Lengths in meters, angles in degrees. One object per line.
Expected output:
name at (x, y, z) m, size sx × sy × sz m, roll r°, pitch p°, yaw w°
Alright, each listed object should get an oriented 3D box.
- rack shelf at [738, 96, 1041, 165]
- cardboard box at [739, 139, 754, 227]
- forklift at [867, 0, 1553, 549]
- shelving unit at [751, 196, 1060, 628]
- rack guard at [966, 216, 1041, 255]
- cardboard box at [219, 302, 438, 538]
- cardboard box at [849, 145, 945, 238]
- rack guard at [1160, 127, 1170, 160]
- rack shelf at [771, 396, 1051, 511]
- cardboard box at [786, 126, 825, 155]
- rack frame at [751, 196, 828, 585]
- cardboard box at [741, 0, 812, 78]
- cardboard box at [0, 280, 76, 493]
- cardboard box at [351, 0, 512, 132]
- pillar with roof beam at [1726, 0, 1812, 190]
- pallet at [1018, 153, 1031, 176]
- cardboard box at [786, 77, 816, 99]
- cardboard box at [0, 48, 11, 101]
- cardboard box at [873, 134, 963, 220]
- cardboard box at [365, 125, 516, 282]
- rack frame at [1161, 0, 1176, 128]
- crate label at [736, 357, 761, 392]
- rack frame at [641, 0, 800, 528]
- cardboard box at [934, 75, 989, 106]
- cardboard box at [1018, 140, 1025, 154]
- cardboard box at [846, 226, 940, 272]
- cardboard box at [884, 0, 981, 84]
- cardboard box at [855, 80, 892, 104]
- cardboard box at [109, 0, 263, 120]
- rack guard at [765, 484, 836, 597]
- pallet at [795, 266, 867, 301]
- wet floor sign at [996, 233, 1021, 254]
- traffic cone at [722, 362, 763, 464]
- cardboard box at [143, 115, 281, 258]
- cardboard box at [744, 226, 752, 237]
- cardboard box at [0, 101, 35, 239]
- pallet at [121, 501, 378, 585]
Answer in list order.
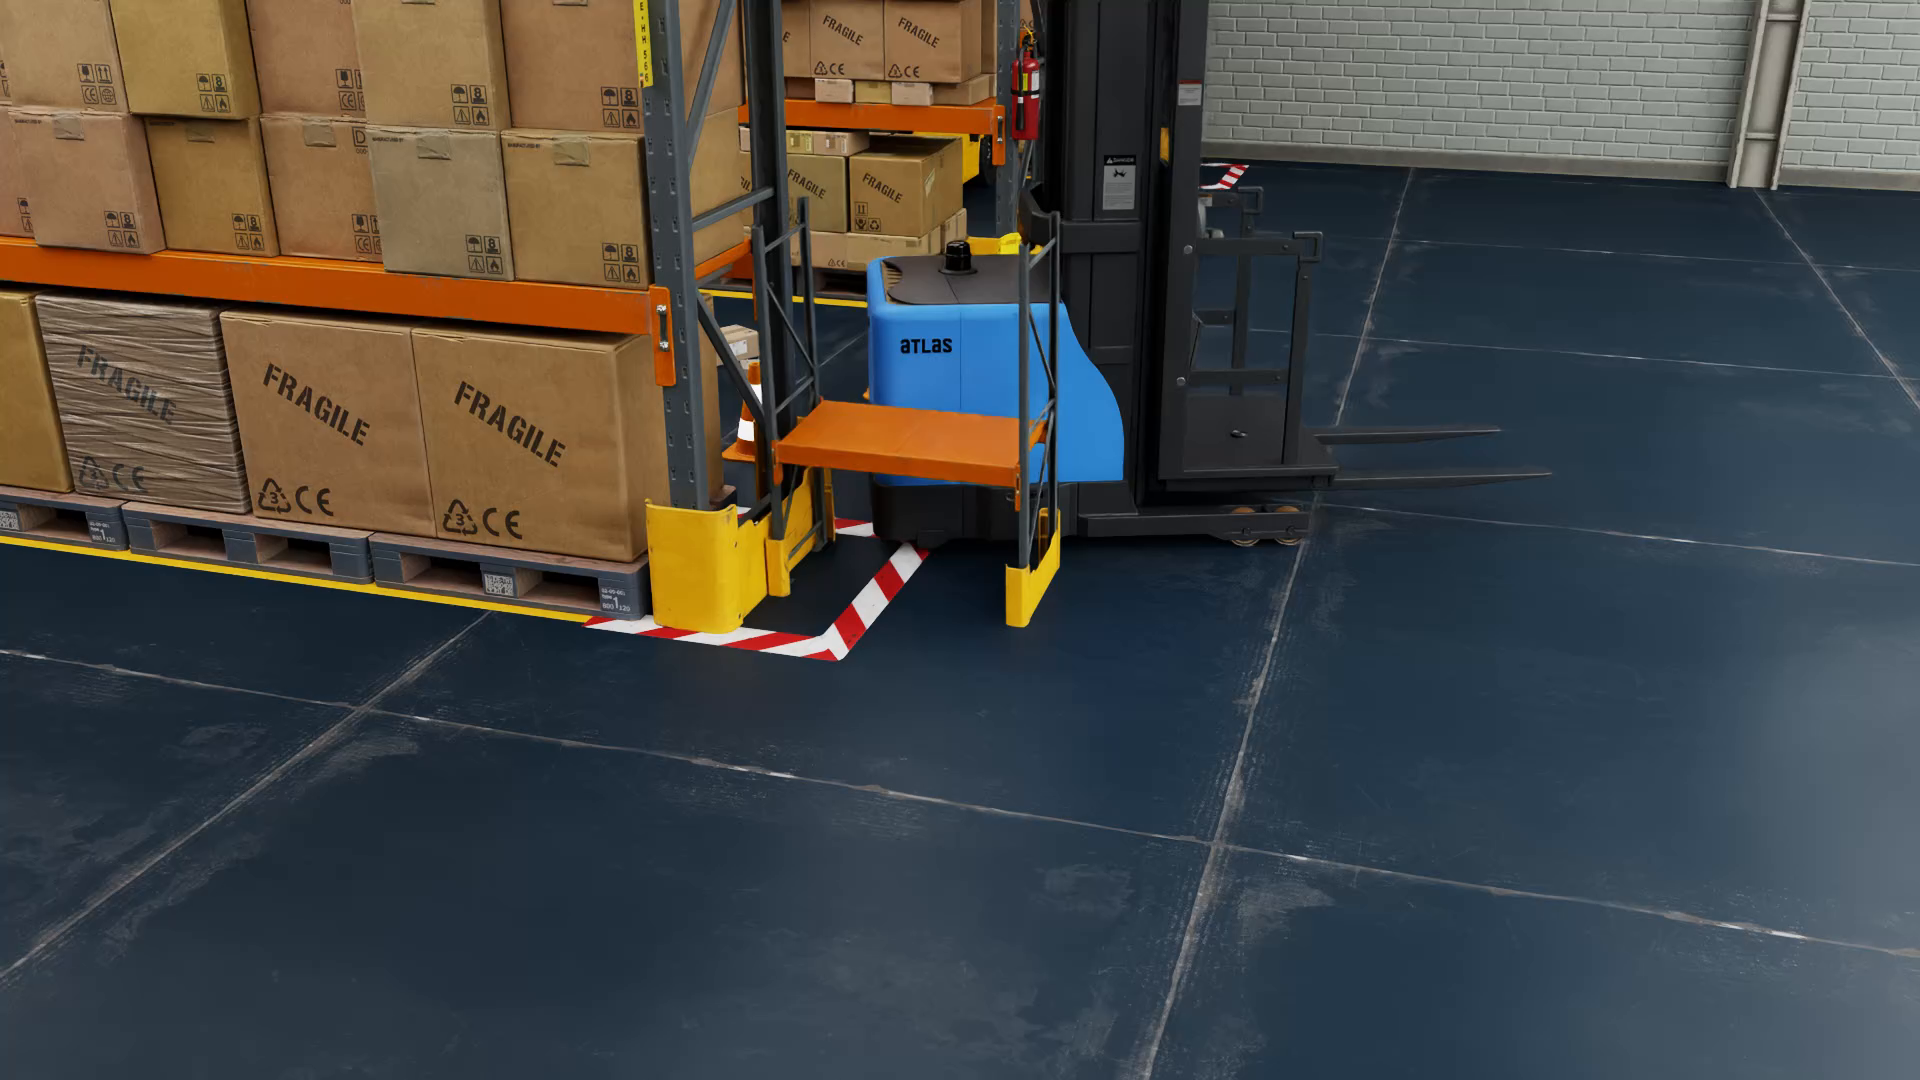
rack shelf at (-1.484, -2.950, 11.456) m, size 4.000 × 0.370 × 1.077 m, roll 7°, pitch 23°, yaw 16°
cardboard box at (-1.394, -2.439, 11.346) m, size 0.500 × 0.500 × 0.500 m, roll 6°, pitch 23°, yaw 14°
forklift at (1.105, -1.527, 7.130) m, size 3.031 × 2.935 × 1.130 m, roll -2°, pitch 22°, yaw -4°
shelving unit at (-0.192, -0.516, 6.512) m, size 1.083 × 1.500 × 0.587 m, roll 7°, pitch 26°, yaw 16°
rack guard at (0.358, -1.915, 11.280) m, size 0.348 × 0.500 × 1.175 m, roll 7°, pitch 23°, yaw 16°
cardboard box at (-2.414, -0.611, 7.054) m, size 0.875 × 0.875 × 0.875 m, roll 6°, pitch 23°, yaw 15°
cardboard box at (-0.412, -2.325, 11.068) m, size 0.500 × 0.500 × 0.500 m, roll 7°, pitch 23°, yaw 16°
rack guard at (1.884, -3.708, 15.651) m, size 0.348 × 0.500 × 1.175 m, roll 7°, pitch 23°, yaw 16°
rack shelf at (-0.181, -0.353, 6.586) m, size 1.000 × 0.185 × 0.538 m, roll 7°, pitch 26°, yaw 16°
cardboard box at (-1.022, -2.670, 11.054) m, size 0.250 × 0.149 × 0.380 m, roll 7°, pitch 23°, yaw 16°
rack frame at (-0.670, -0.571, 6.645) m, size 0.032 × 1.500 × 0.500 m, roll 7°, pitch 26°, yaw 16°
cardboard box at (-1.125, -3.319, 10.886) m, size 0.500 × 0.500 × 0.500 m, roll 6°, pitch 23°, yaw 15°
cardboard box at (-4.150, -0.809, 7.536) m, size 0.875 × 0.875 × 0.875 m, roll 7°, pitch 23°, yaw 16°
cardboard box at (-1.800, -1.904, 6.339) m, size 0.550 × 0.550 × 0.875 m, roll 7°, pitch 23°, yaw 16°
pillar with roof beam at (5.955, -5.825, 9.612) m, size 0.400 × 9.000 × 9.100 m, roll 7°, pitch 23°, yaw 16°
pallet at (1.117, -3.646, 15.880) m, size 1.213 × 0.211 × 1.003 m, roll 7°, pitch 23°, yaw 16°
cardboard box at (-0.963, -3.030, 11.036) m, size 0.250 × 0.149 × 0.380 m, roll 7°, pitch 23°, yaw 16°
cardboard box at (-3.829, -2.190, 7.037) m, size 0.550 × 0.550 × 0.875 m, roll 7°, pitch 23°, yaw 16°
cardboard box at (-0.285, -2.524, 11.552) m, size 0.500 × 0.500 × 0.500 m, roll 6°, pitch 23°, yaw 14°
cardboard box at (-1.804, -1.400, 6.532) m, size 0.550 × 0.550 × 0.875 m, roll 7°, pitch 23°, yaw 16°
rack frame at (1.861, -4.867, 15.183) m, size 0.127 × 3.000 × 1.000 m, roll 7°, pitch 23°, yaw 16°
crate label at (-1.119, -0.940, 9.382) m, size 0.298 × 0.136 × 0.250 m, roll -5°, pitch 23°, yaw -12°
rack frame at (-0.903, -1.254, 6.374) m, size 0.127 × 3.000 × 1.000 m, roll 7°, pitch 23°, yaw 16°
cardboard box at (0.011, -2.910, 10.744) m, size 0.250 × 0.149 × 0.380 m, roll 7°, pitch 23°, yaw 17°
cardboard box at (0.846, -3.784, 15.612) m, size 0.500 × 0.250 × 0.500 m, roll 7°, pitch 23°, yaw 15°
cardboard box at (-0.444, -1.979, 11.212) m, size 0.500 × 0.250 × 0.500 m, roll 6°, pitch 23°, yaw 15°
cardboard box at (-0.169, -3.207, 10.611) m, size 0.500 × 0.500 × 0.500 m, roll 6°, pitch 23°, yaw 15°
cardboard box at (-0.503, -2.934, 10.801) m, size 0.250 × 0.149 × 0.380 m, roll 6°, pitch 23°, yaw 15°
cardboard box at (-2.842, -2.026, 6.636) m, size 0.500 × 0.550 × 0.875 m, roll 7°, pitch 23°, yaw 16°
rack guard at (-0.659, -0.006, 6.912) m, size 0.087 × 0.250 × 0.587 m, roll 7°, pitch 26°, yaw 16°
pallet at (-0.410, -1.883, 11.583) m, size 1.213 × 0.211 × 1.003 m, roll 7°, pitch 23°, yaw 16°
wet floor sign at (0.303, -1.564, 10.234) m, size 0.232 × 0.644 × 0.267 m, roll 16°, pitch 27°, yaw 34°
traffic cone at (-1.001, -0.654, 8.255) m, size 0.334 × 0.463 × 0.336 m, roll 7°, pitch 23°, yaw 16°
cardboard box at (-2.823, -1.550, 6.898) m, size 0.500 × 0.550 × 0.875 m, roll 7°, pitch 23°, yaw 16°
cardboard box at (-1.417, -2.091, 11.486) m, size 0.500 × 0.250 × 0.500 m, roll 6°, pitch 23°, yaw 14°
cardboard box at (-3.842, -1.673, 7.200) m, size 0.550 × 0.550 × 0.875 m, roll 7°, pitch 23°, yaw 16°
pallet at (-2.855, -0.157, 7.375) m, size 1.213 × 0.211 × 1.003 m, roll 7°, pitch 23°, yaw 15°
